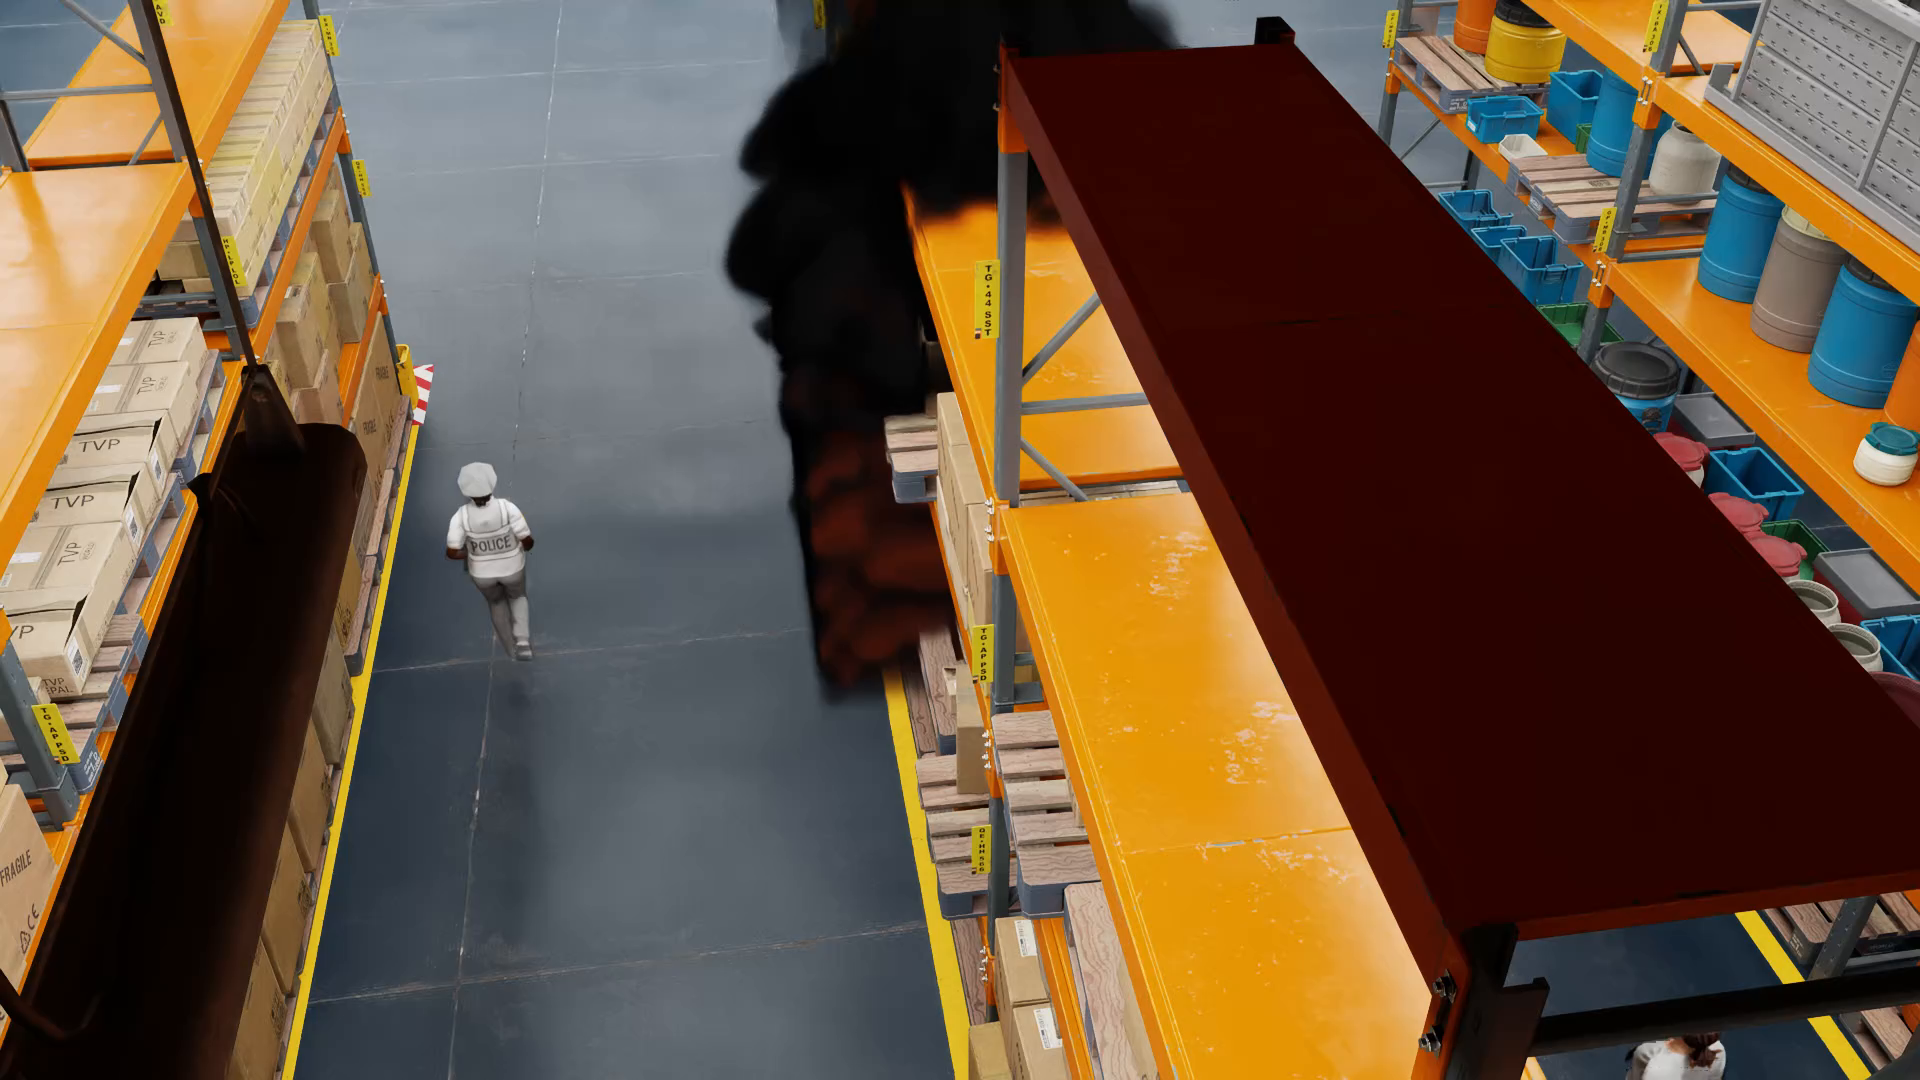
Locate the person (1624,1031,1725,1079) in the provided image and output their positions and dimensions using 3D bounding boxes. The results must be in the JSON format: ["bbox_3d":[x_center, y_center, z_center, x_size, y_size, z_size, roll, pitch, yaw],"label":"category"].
[{"bbox_3d":[3.261,2.698,7.912,0.560,1.633,0.541,-12,38,-15],"label":"person"}]

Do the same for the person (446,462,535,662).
[{"bbox_3d":[-3.146,0.216,11.284,0.575,1.669,0.589,-9,37,-12],"label":"person"}]
